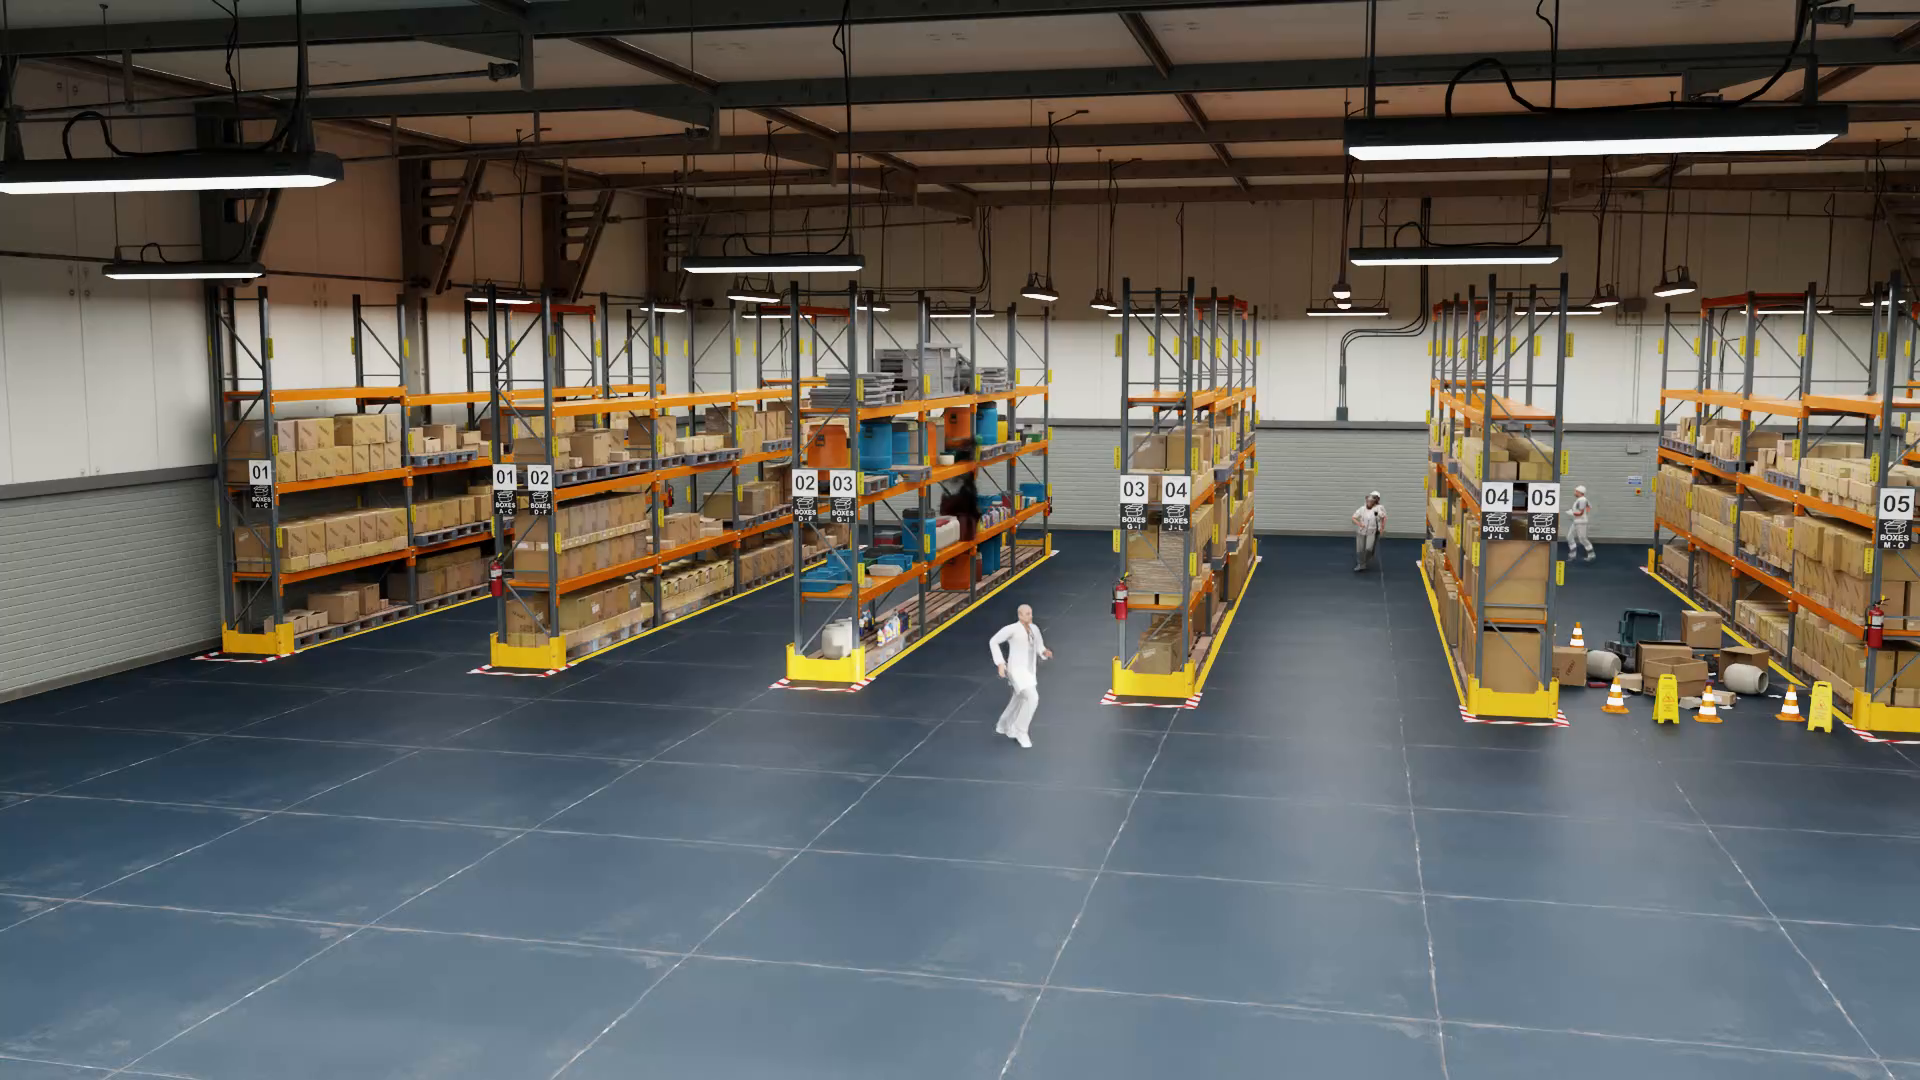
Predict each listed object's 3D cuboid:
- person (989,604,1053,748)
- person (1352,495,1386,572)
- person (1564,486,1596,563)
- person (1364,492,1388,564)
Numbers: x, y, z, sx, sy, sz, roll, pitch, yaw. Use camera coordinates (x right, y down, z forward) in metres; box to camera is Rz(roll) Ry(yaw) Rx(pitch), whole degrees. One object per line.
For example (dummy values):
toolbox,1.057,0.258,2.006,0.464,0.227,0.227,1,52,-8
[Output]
person,0.794,1.716,21.045,0.888,1.819,0.666,5,8,38
person,9.176,-0.150,37.386,0.736,1.739,0.657,2,7,18
person,14.526,-0.349,38.898,0.734,1.835,0.642,2,7,15
person,9.481,-0.230,38.165,0.682,1.780,0.884,4,7,28
